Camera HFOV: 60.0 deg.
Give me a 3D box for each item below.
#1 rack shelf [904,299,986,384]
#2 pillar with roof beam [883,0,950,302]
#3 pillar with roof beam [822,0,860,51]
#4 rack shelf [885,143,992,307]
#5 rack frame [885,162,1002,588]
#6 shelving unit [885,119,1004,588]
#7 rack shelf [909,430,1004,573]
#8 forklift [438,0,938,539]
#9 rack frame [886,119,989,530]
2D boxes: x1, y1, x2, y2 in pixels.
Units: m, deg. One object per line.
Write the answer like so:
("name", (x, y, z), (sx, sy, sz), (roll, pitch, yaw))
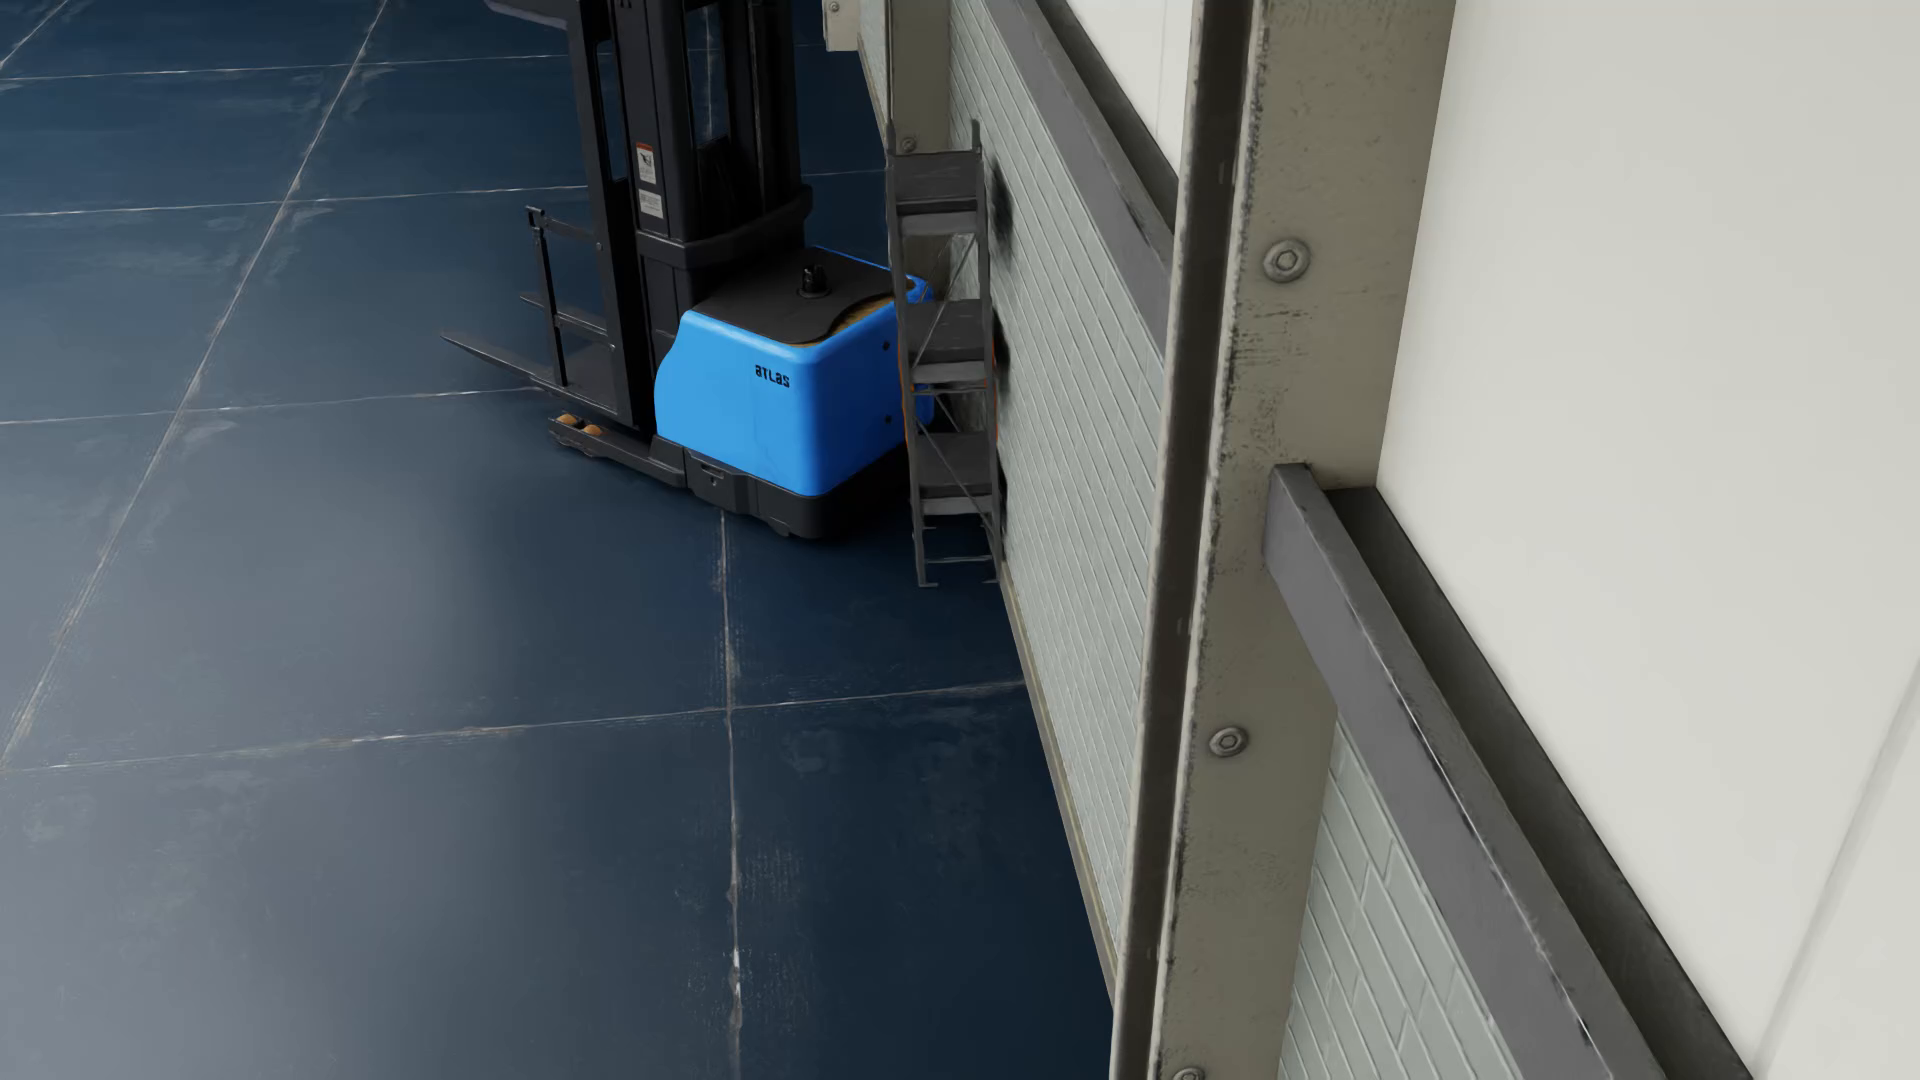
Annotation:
("rack shelf", (-0.062, -0.891, 7.455), (0.368, 0.174, 0.457), (-3, 35, 0))
("pillar with roof beam", (-4.494, -4.428, 6.757), (9.100, 9.000, 0.400), (-4, 35, -6))
("pillar with roof beam", (-5.301, -7.776, 11.670), (9.100, 9.000, 0.400), (-4, 35, -6))
("rack shelf", (-0.092, -1.354, 7.136), (0.431, 0.518, 0.480), (-3, 35, 0))
("rack frame", (-0.049, -0.652, 7.324), (0.400, 2.100, 0.015), (-3, 35, 0))
("shelving unit", (-0.056, -0.790, 7.525), (0.431, 2.100, 0.503), (-3, 35, 0))
("rack shelf", (-0.018, -0.203, 7.929), (0.431, 0.518, 0.480), (-3, 35, 0))
("forklift", (-1.606, -1.874, 8.397), (3.031, 2.935, 1.130), (22, 40, 29))
("rack frame", (-0.063, -0.928, 7.726), (0.400, 2.100, 0.015), (-3, 35, 0))
